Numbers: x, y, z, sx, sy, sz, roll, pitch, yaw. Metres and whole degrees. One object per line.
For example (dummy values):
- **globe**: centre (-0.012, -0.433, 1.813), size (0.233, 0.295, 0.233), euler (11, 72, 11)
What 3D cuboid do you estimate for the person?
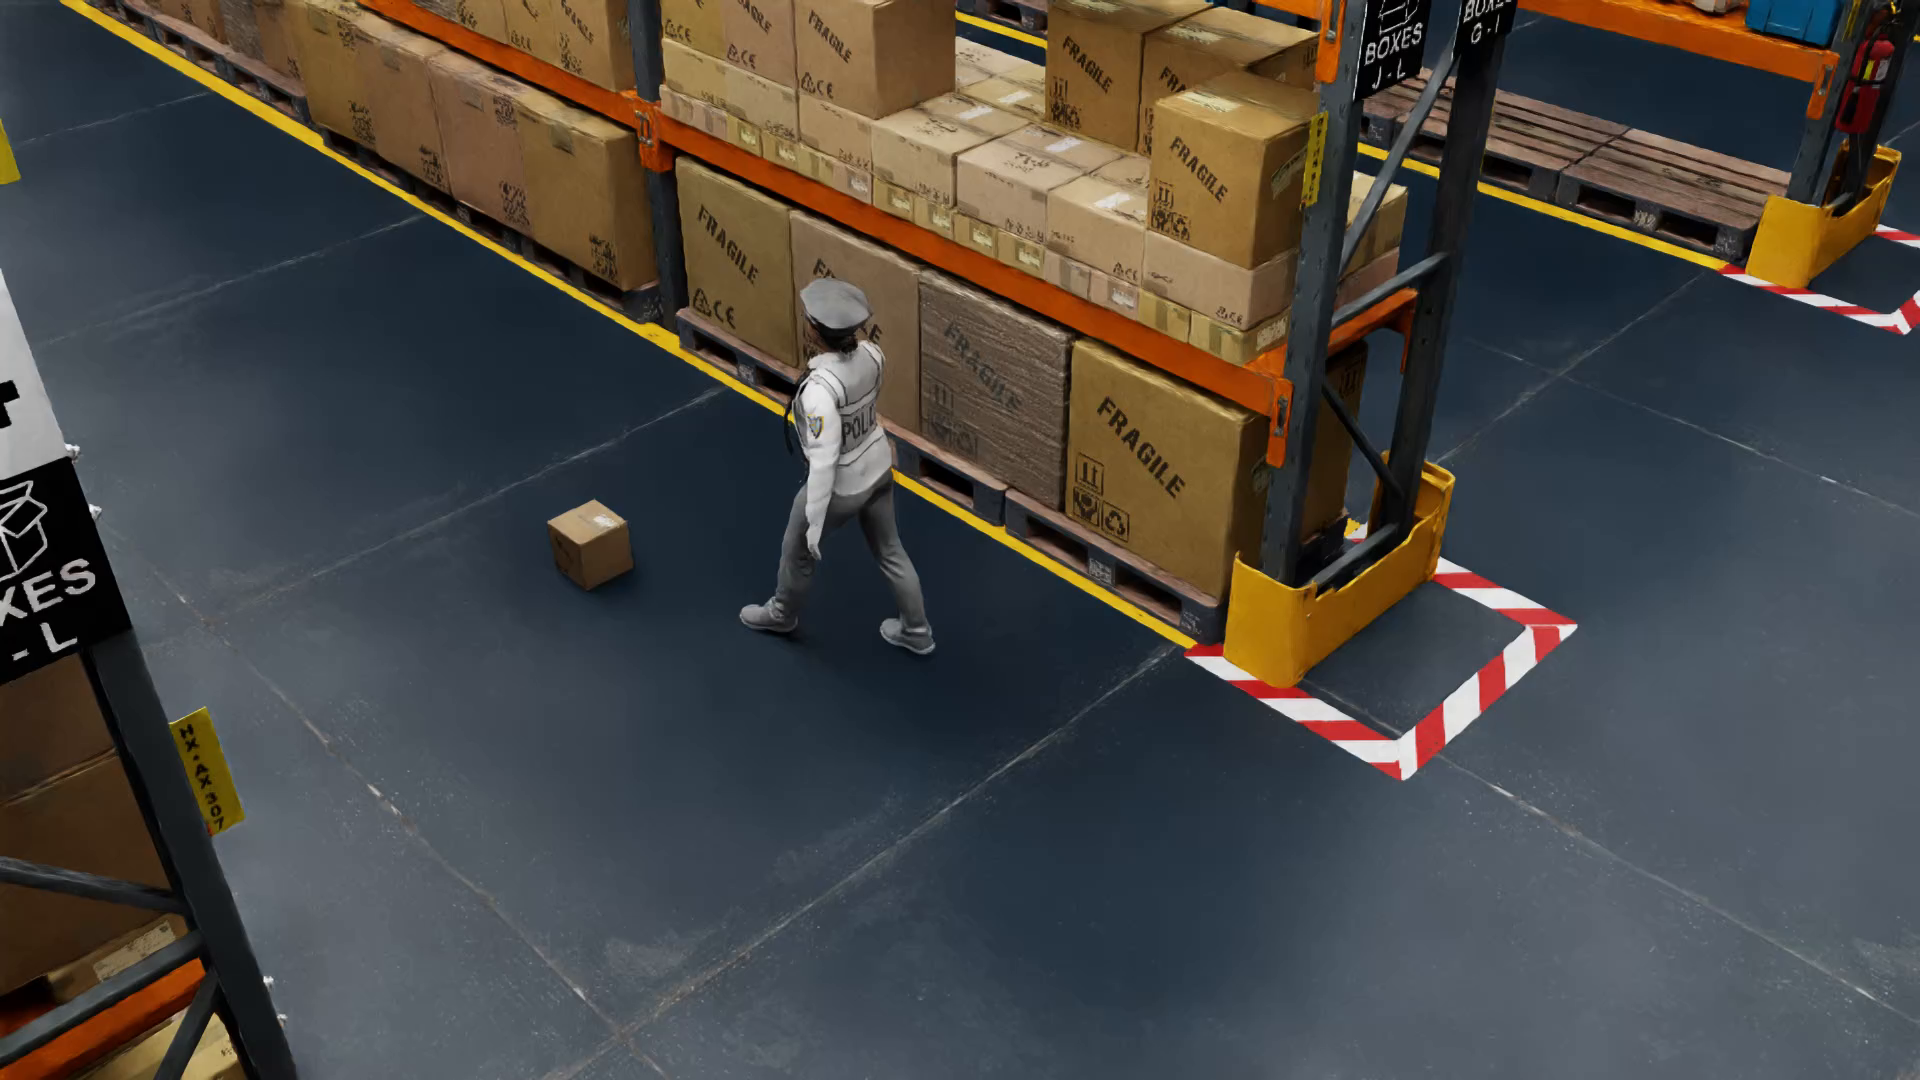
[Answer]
- **person**: centre (-0.536, -0.259, 6.500), size (0.847, 1.664, 0.666), euler (19, 40, 25)
